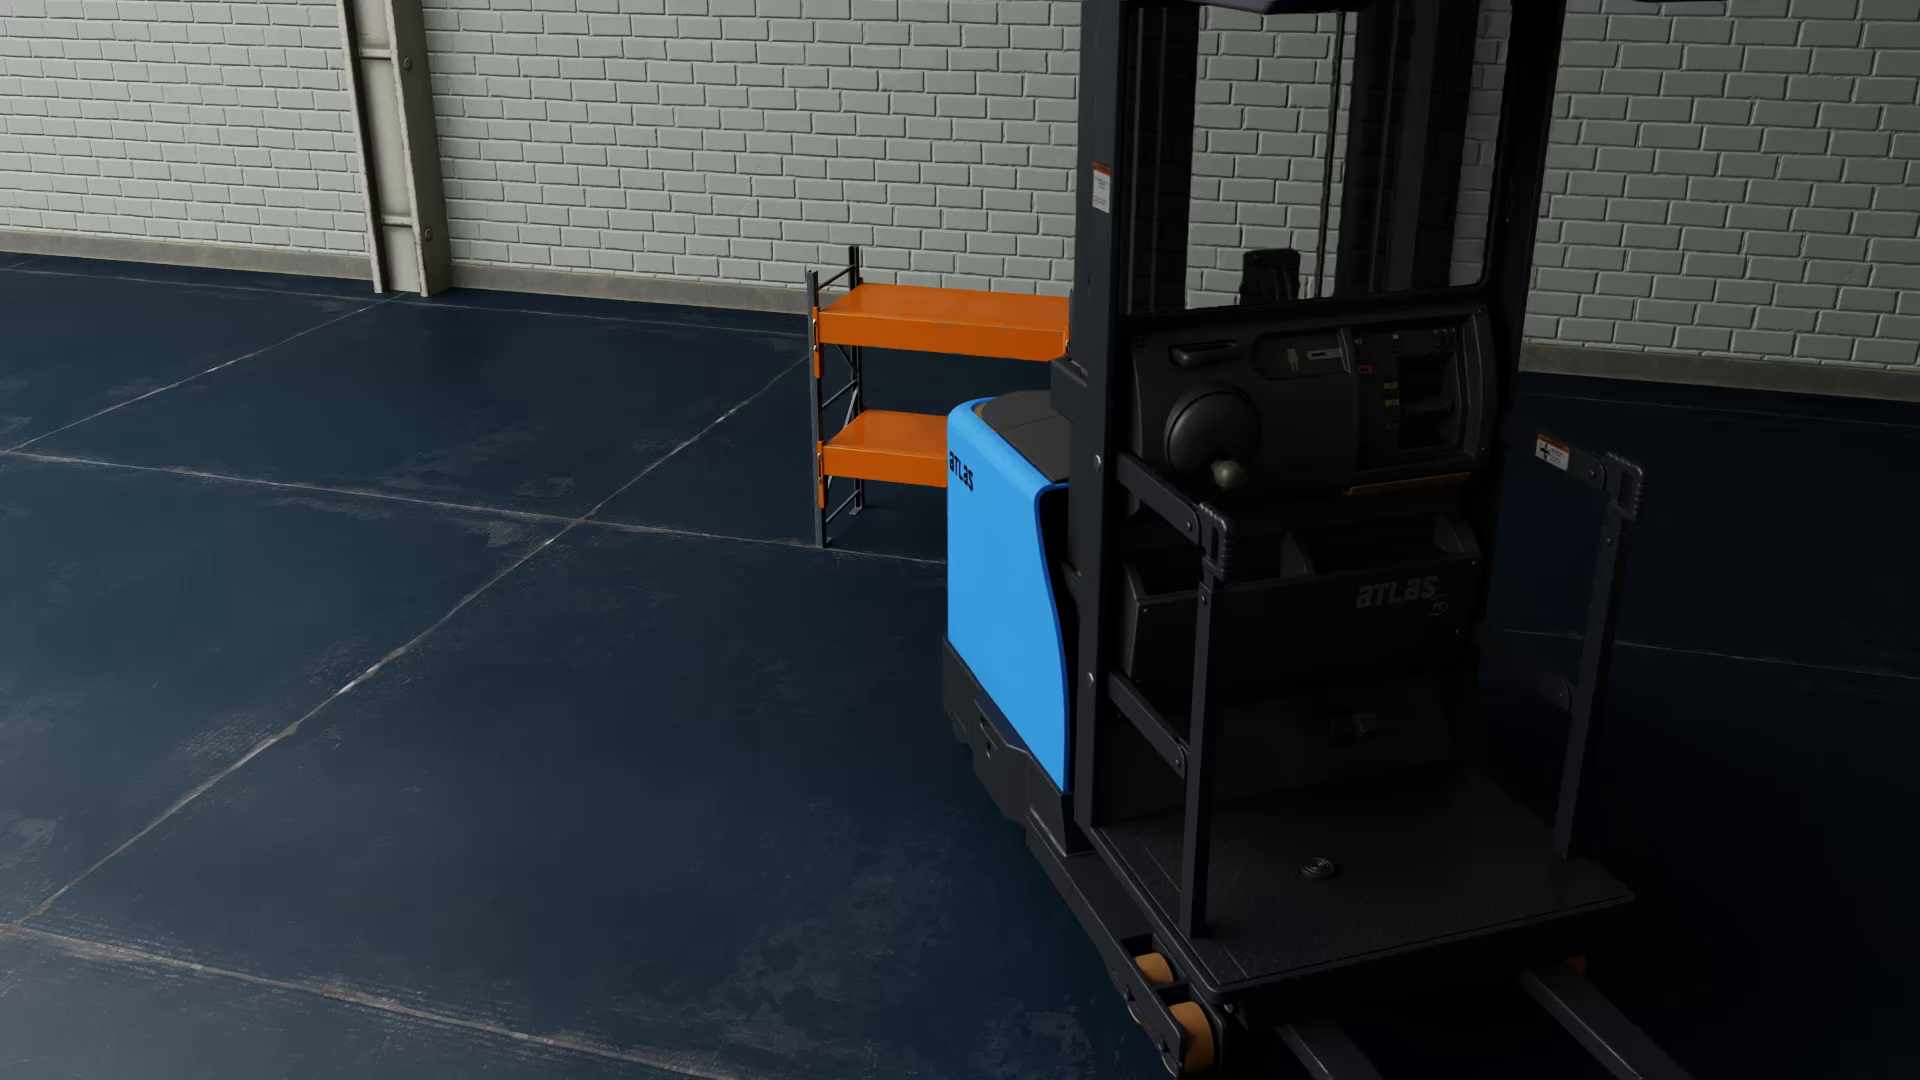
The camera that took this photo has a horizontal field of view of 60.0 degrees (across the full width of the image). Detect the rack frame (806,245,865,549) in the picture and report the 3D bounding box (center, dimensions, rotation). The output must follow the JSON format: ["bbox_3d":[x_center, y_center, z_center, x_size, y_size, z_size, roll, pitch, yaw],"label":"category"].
[{"bbox_3d":[-0.493,-0.577,6.694,0.032,1.125,0.500,7,23,16],"label":"rack frame"}]

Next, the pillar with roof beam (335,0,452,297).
[{"bbox_3d":[-4.754,-4.217,5.193,0.400,9.000,9.100,7,23,16],"label":"pillar with roof beam"}]

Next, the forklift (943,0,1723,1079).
[{"bbox_3d":[0.897,-0.307,3.657,1.130,2.935,3.031,-7,23,-17],"label":"forklift"}]

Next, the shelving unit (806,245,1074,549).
[{"bbox_3d":[-0.006,-0.521,6.558,1.048,1.125,0.538,7,23,16],"label":"shelving unit"}]

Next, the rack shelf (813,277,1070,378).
[{"bbox_3d":[-0.006,-0.792,6.447,1.000,0.278,0.538,7,23,16],"label":"rack shelf"}]

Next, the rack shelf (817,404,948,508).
[{"bbox_3d":[-0.006,-0.295,6.651,1.000,0.278,0.538,7,23,16],"label":"rack shelf"}]

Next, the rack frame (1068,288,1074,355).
[{"bbox_3d":[0.480,-0.465,6.422,0.032,1.125,0.500,7,23,16],"label":"rack frame"}]
